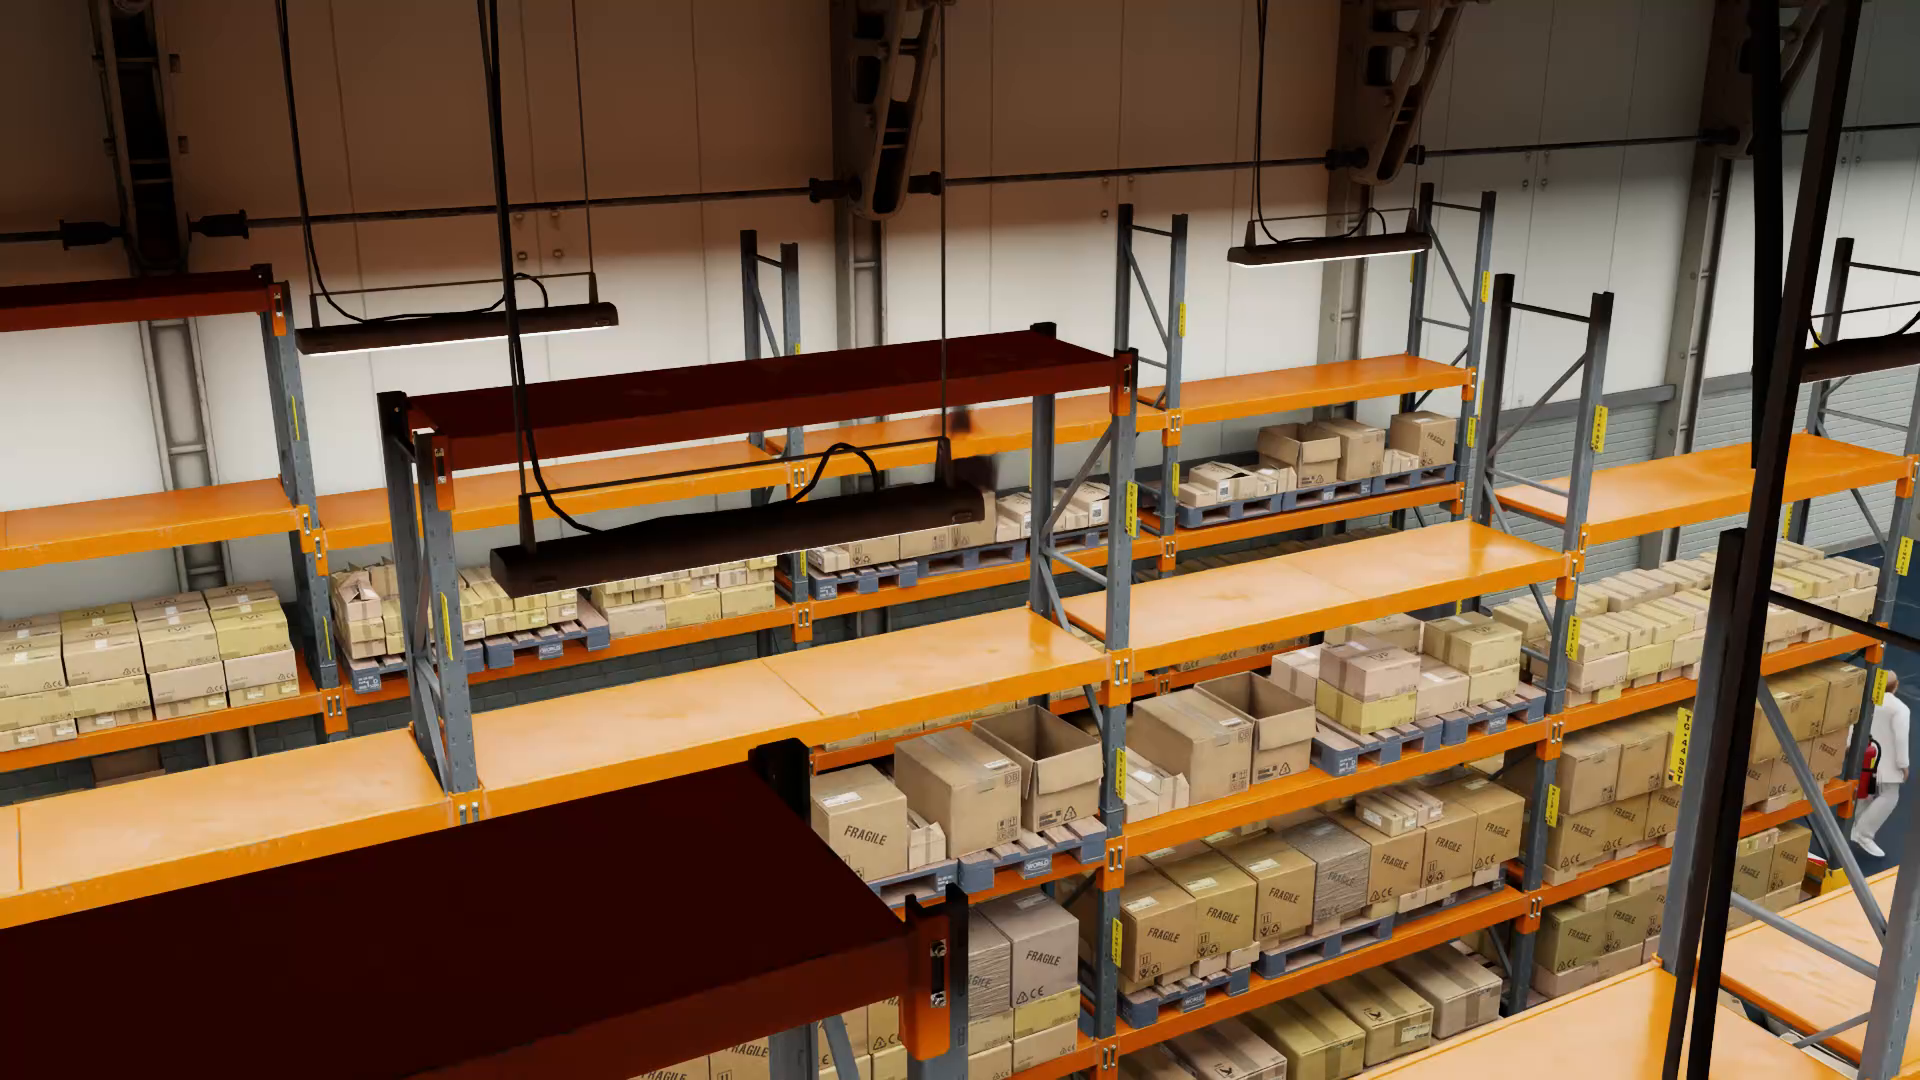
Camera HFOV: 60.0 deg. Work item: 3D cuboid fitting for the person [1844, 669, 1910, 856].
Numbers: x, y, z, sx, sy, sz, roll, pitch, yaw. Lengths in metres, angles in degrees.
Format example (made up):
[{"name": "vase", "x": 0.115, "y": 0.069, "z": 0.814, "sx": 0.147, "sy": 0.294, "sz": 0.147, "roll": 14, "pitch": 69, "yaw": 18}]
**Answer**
[{"name": "person", "x": 8.961, "y": 2.137, "z": 16.212, "sx": 0.707, "sy": 1.751, "sz": 0.834, "roll": -7, "pitch": 19, "yaw": -19}]
